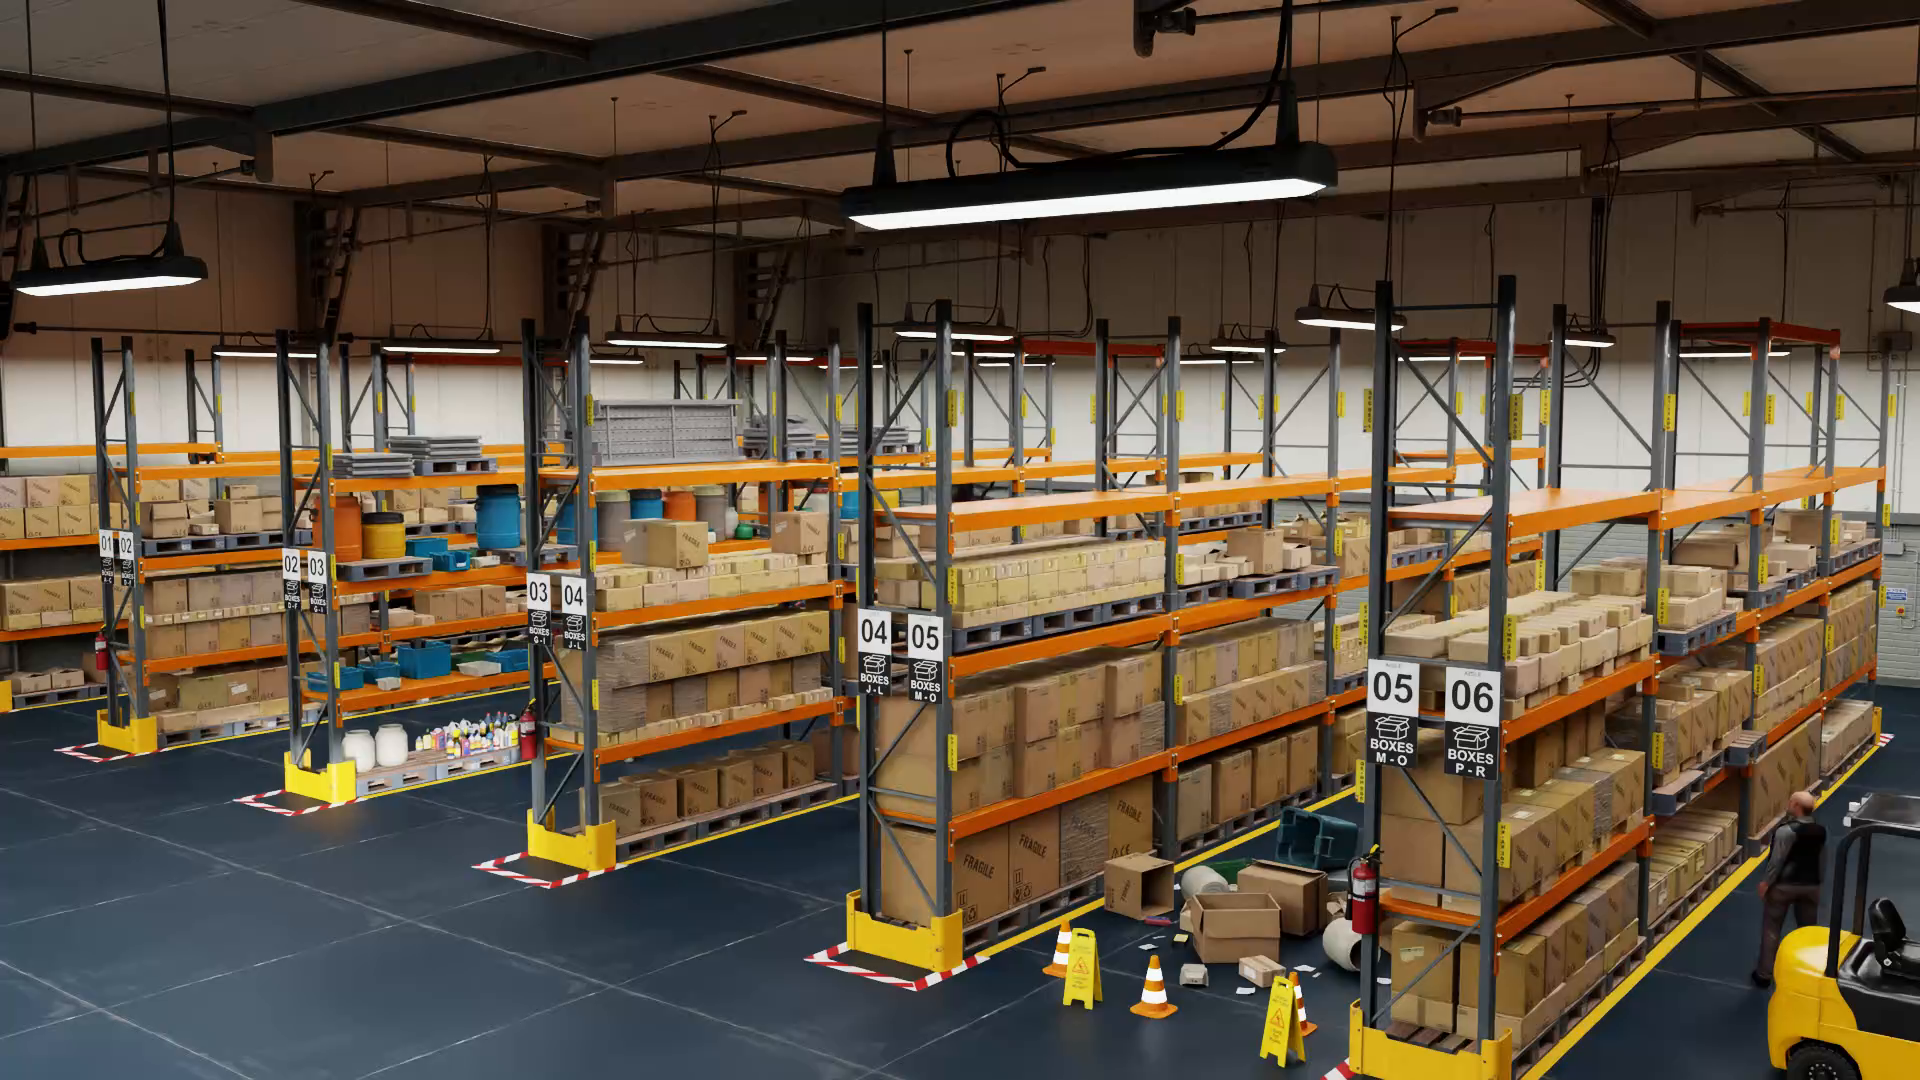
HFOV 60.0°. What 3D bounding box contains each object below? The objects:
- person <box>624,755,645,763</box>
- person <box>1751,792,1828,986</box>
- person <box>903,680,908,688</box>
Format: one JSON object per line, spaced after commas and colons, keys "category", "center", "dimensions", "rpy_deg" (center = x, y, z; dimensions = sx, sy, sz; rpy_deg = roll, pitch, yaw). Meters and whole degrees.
{"category": "person", "center": [-4.658, 2.225, 23.578], "dimensions": [0.496, 1.796, 0.667], "rpy_deg": [4, 7, 42]}
{"category": "person", "center": [7.297, 3.052, 14.564], "dimensions": [0.600, 1.731, 0.396], "rpy_deg": [0, 5, 0]}
{"category": "person", "center": [-0.620, 2.535, 20.764], "dimensions": [0.490, 1.627, 0.481], "rpy_deg": [-2, 5, -21]}
